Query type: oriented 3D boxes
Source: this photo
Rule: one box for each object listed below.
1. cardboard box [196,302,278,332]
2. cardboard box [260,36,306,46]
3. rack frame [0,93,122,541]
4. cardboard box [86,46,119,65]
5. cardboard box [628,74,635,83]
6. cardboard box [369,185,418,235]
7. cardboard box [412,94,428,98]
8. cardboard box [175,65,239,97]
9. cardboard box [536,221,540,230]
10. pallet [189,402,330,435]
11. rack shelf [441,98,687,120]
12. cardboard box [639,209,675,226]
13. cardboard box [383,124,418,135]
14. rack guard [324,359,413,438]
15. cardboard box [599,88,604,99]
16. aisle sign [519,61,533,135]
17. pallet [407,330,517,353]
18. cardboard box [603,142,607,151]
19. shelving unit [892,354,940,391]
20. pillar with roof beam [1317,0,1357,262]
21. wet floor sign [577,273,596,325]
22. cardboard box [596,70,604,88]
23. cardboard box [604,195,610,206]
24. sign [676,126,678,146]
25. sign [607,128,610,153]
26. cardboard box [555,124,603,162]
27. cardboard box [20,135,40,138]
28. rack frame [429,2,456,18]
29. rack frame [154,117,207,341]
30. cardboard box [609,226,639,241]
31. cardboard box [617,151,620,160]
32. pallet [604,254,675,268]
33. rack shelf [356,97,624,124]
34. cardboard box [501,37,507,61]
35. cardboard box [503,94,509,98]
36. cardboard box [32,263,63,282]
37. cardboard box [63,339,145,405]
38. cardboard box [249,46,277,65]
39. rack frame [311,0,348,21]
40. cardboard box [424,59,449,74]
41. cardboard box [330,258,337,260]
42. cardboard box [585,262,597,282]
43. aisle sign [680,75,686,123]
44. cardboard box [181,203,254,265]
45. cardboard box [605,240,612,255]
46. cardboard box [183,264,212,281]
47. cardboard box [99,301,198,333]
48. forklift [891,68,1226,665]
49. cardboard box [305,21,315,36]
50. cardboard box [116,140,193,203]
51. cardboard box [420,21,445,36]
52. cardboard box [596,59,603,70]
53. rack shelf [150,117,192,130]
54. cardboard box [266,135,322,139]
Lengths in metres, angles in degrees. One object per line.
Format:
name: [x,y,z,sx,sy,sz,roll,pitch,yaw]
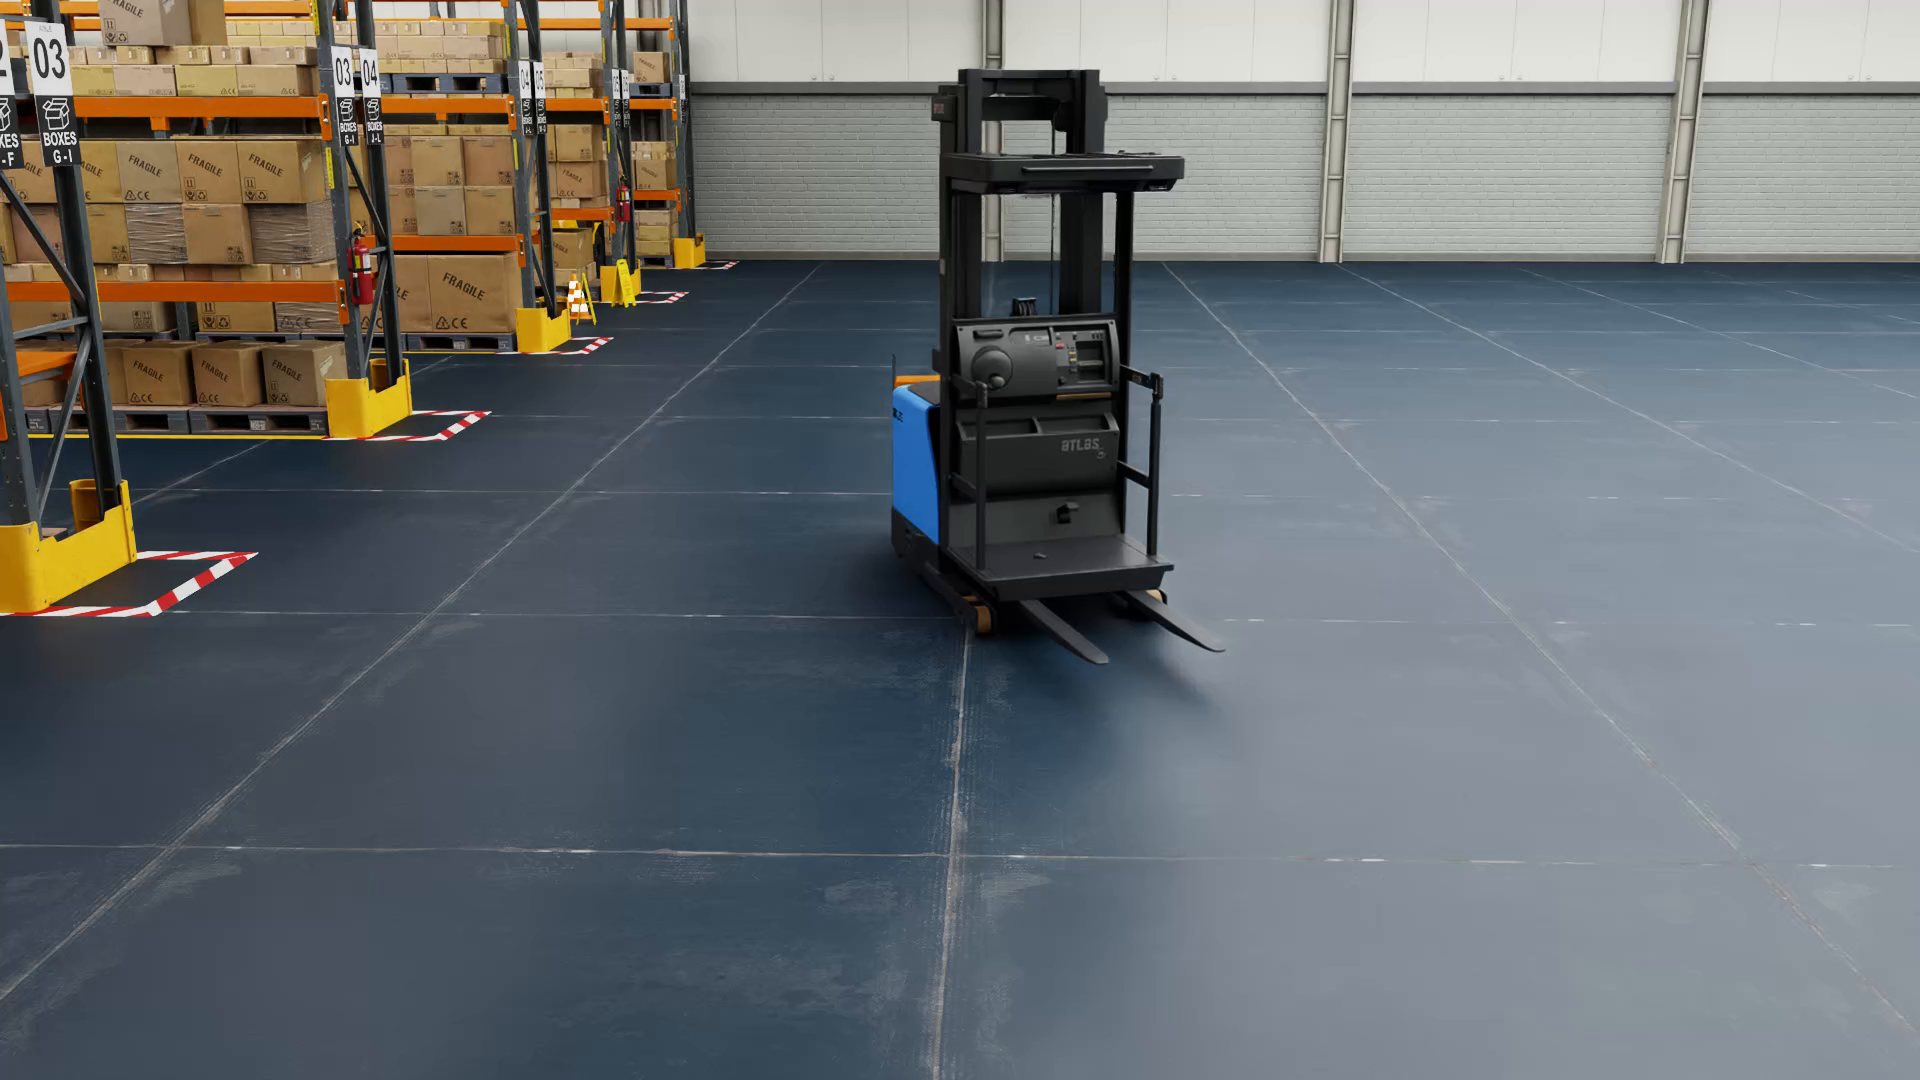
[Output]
cardboard box: [-8.257,-2.910,19.332,0.875,0.875,0.875,1,15,2]
cardboard box: [-7.393,-5.449,18.425,0.500,0.250,0.500,0,15,1]
rack frame: [-5.239,-1.203,9.520,0.127,3.000,1.000,0,15,1]
cardboard box: [-6.972,-3.983,13.689,0.250,0.149,0.380,0,15,-1]
cardboard box: [-5.573,-7.768,27.995,0.250,0.149,0.380,0,15,0]
cardboard box: [-6.364,-3.828,19.173,0.550,0.550,0.875,0,15,1]
cardboard box: [-7.526,-6.278,23.368,0.250,0.149,0.380,0,15,0]
cardboard box: [-6.100,-3.785,13.720,0.500,0.250,0.500,0,15,2]
cardboard box: [-6.036,-4.467,23.717,0.250,0.149,0.380,1,15,3]
pallet: [-6.000,-1.133,14.719,1.213,0.211,1.003,0,15,1]
rack shelf: [-6.736,-7.375,28.443,4.000,0.370,1.077,0,15,1]
cardboard box: [-5.205,-5.540,28.564,0.500,0.250,0.500,1,15,3]
cardboard box: [-7.914,-5.628,23.553,0.500,0.500,0.700,0,15,2]
rack guard: [-5.189,-1.258,14.628,0.348,0.500,1.175,0,15,1]
cardboard box: [-5.183,-6.407,23.858,0.250,0.149,0.380,0,15,1]
aisle sign: [-4.822,-4.910,18.476,0.004,0.787,0.394,0,15,1]
pallet: [-5.686,-2.367,19.399,1.213,0.211,1.003,0,15,1]
cardboard box: [-6.120,-6.696,28.290,0.250,0.149,0.380,1,15,3]
shelving unit: [-0.179,-0.586,10.708,0.503,1.200,0.258,-1,15,-2]
pillar with roof beam: [6.476,-8.218,24.350,0.400,9.000,9.100,0,15,1]
wet floor sign: [-4.806,-3.097,21.313,0.232,0.644,0.267,-2,15,-8]
cardboard box: [-5.356,-6.586,23.755,0.500,0.250,0.500,0,15,0]
cardboard box: [-5.194,-4.927,24.127,0.250,0.149,0.380,0,15,2]
sign: [-4.764,-6.795,27.983,0.005,0.325,0.100,0,15,1]
sign: [-4.894,-5.565,23.163,0.005,0.325,0.100,0,15,1]
cardboard box: [-5.376,-5.617,23.510,0.500,0.500,0.700,0,15,0]
cardboard box: [-13.381,-5.514,23.704,0.500,0.500,0.500,0,15,0]
rack frame: [-8.735,-9.186,28.018,0.127,3.000,1.000,0,15,1]
rack frame: [-8.884,-3.756,19.198,0.127,3.000,1.000,0,15,1]
cardboard box: [-5.732,-5.304,28.651,0.500,0.250,0.500,0,15,1]
cardboard box: [-5.852,-6.568,28.387,0.250,0.149,0.380,0,15,1]
pallet: [-5.502,-4.905,29.019,1.213,0.211,1.003,0,15,1]
rack shelf: [-6.859,-6.109,23.645,4.000,0.370,1.077,0,15,1]
cardboard box: [-5.361,-5.572,18.892,0.500,0.250,0.500,0,15,1]
cardboard box: [-6.240,-6.265,23.319,0.250,0.149,0.380,0,15,1]
cardboard box: [-7.654,-2.291,14.135,0.250,0.149,0.380,0,15,1]
cardboard box: [-7.517,-1.488,14.677,0.500,0.500,0.500,-1,15,-4]
cardboard box: [-5.656,-3.991,13.718,0.250,0.149,0.380,0,15,0]
rack frame: [-8.858,-7.920,23.220,0.127,3.000,1.000,0,15,1]
cardboard box: [-5.735,-5.230,18.376,0.250,0.149,0.380,1,15,2]
cardboard box: [-5.392,-2.407,14.577,0.250,0.149,0.380,0,15,1]
cardboard box: [-5.659,-3.943,24.471,0.500,0.250,0.500,0,15,1]
aisle sign: [-4.678,-7.441,28.067,0.004,0.787,0.394,0,15,1]
cardboard box: [-6.165,-2.642,14.193,0.500,0.500,0.875,0,15,1]
cardboard box: [-6.211,-5.067,28.731,0.500,0.250,0.500,1,15,2]
cardboard box: [-6.403,-2.302,14.178,0.250,0.149,0.380,0,15,1]
cardboard box: [-9.507,-2.853,19.360,0.750,0.750,1.050,0,15,1]
forklift: [0.499,-1.017,8.948,1.130,2.935,3.031,-5,15,-17]
cardboard box: [-7.008,-5.623,18.304,0.250,0.149,0.380,0,15,1]
cardboard box: [-6.669,-3.088,13.926,0.500,0.500,0.500,0,15,1]
cardboard box: [-5.736,-5.616,18.275,0.250,0.149,0.380,1,15,2]
cardboard box: [-5.210,-6.762,23.640,0.250,0.149,0.380,0,15,1]
rack shelf: [-10.883,-4.872,18.957,4.000,0.370,1.077,0,15,1]
cardboard box: [-7.427,-4.327,18.952,0.550,0.550,0.875,0,15,1]
